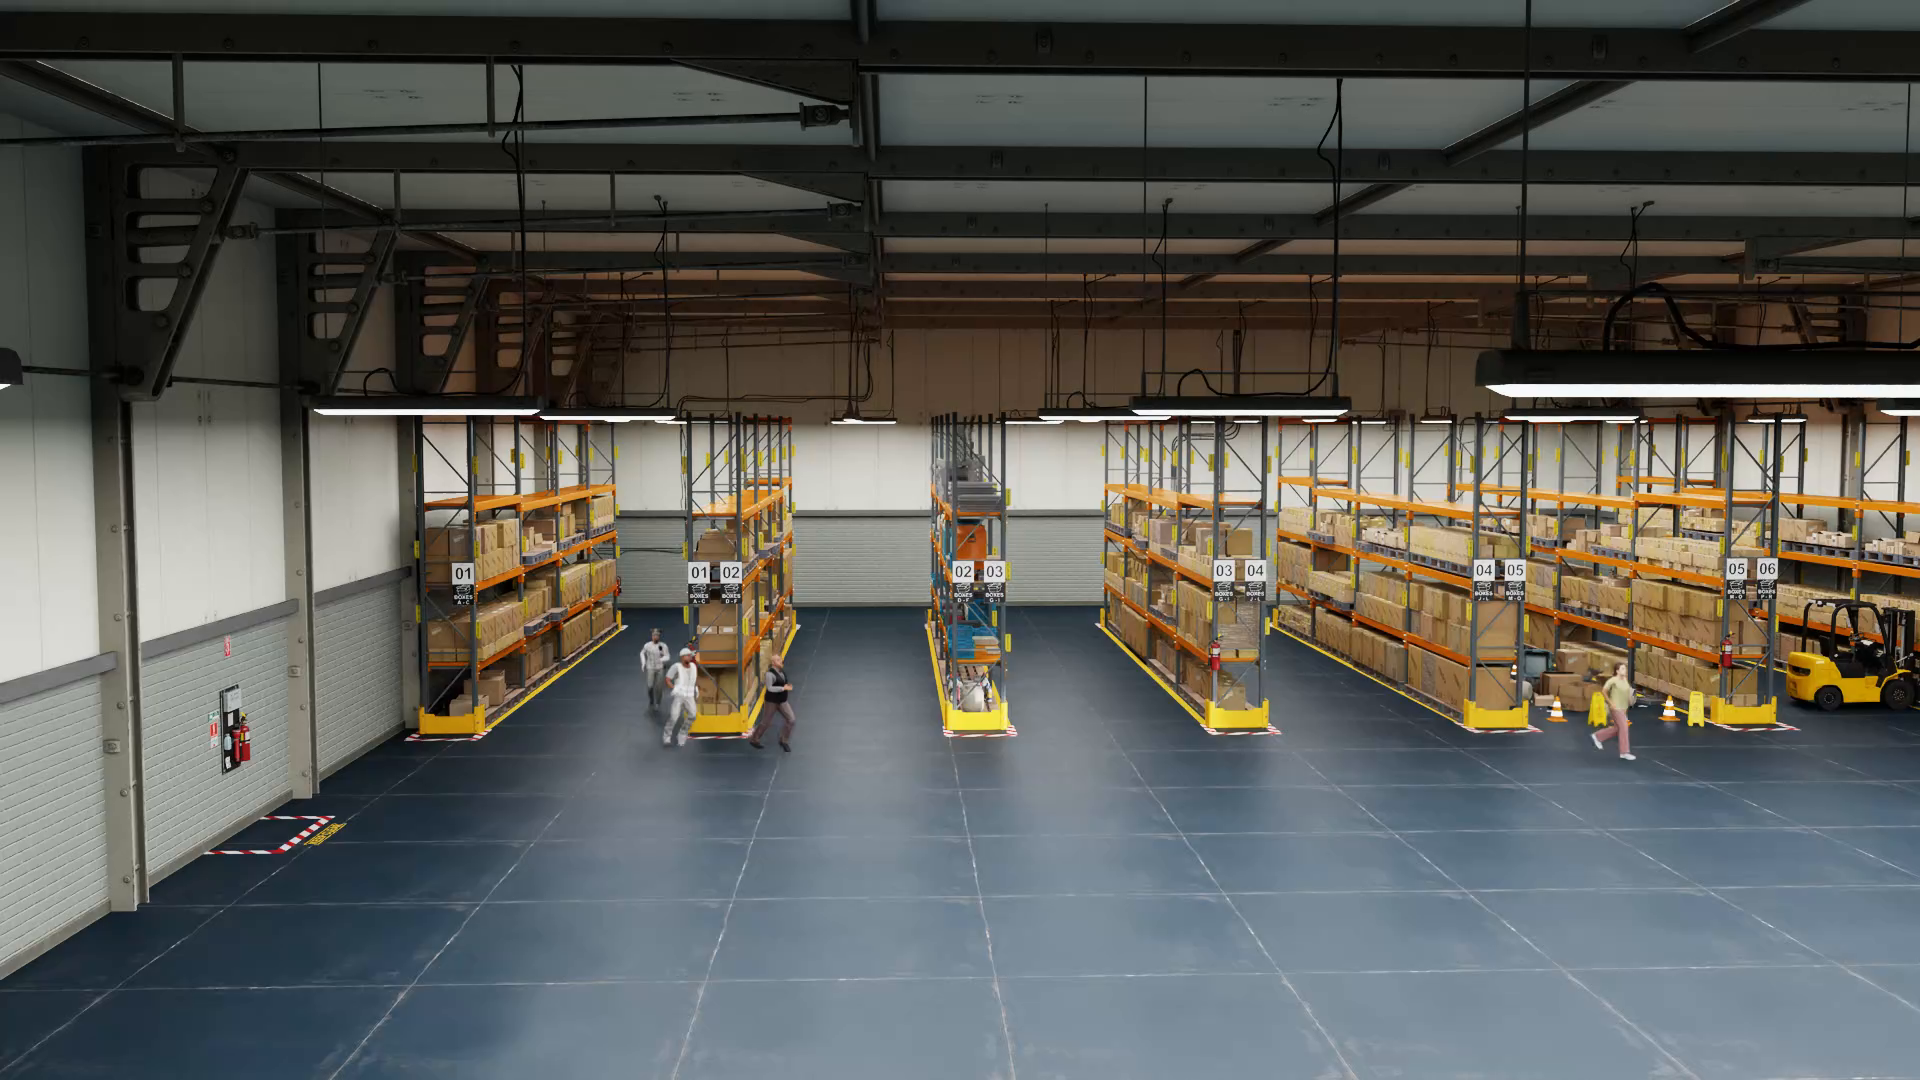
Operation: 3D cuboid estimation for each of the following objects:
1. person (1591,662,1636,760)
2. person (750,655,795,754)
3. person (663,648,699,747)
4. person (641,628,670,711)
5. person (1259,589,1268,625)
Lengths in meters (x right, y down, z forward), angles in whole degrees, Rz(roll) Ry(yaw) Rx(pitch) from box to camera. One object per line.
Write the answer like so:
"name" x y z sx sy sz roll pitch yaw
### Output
"person" 11.332 2.923 28.761 0.577 1.661 0.853 -3 5 -37
"person" -3.249 2.881 29.221 0.888 1.756 0.662 2 5 31
"person" -4.953 2.821 29.883 0.744 1.756 0.631 -3 5 -37
"person" -6.116 2.605 33.365 0.592 1.671 0.641 -1 4 -9
"person" 8.008 1.789 44.992 0.672 1.792 0.910 0 4 -2
